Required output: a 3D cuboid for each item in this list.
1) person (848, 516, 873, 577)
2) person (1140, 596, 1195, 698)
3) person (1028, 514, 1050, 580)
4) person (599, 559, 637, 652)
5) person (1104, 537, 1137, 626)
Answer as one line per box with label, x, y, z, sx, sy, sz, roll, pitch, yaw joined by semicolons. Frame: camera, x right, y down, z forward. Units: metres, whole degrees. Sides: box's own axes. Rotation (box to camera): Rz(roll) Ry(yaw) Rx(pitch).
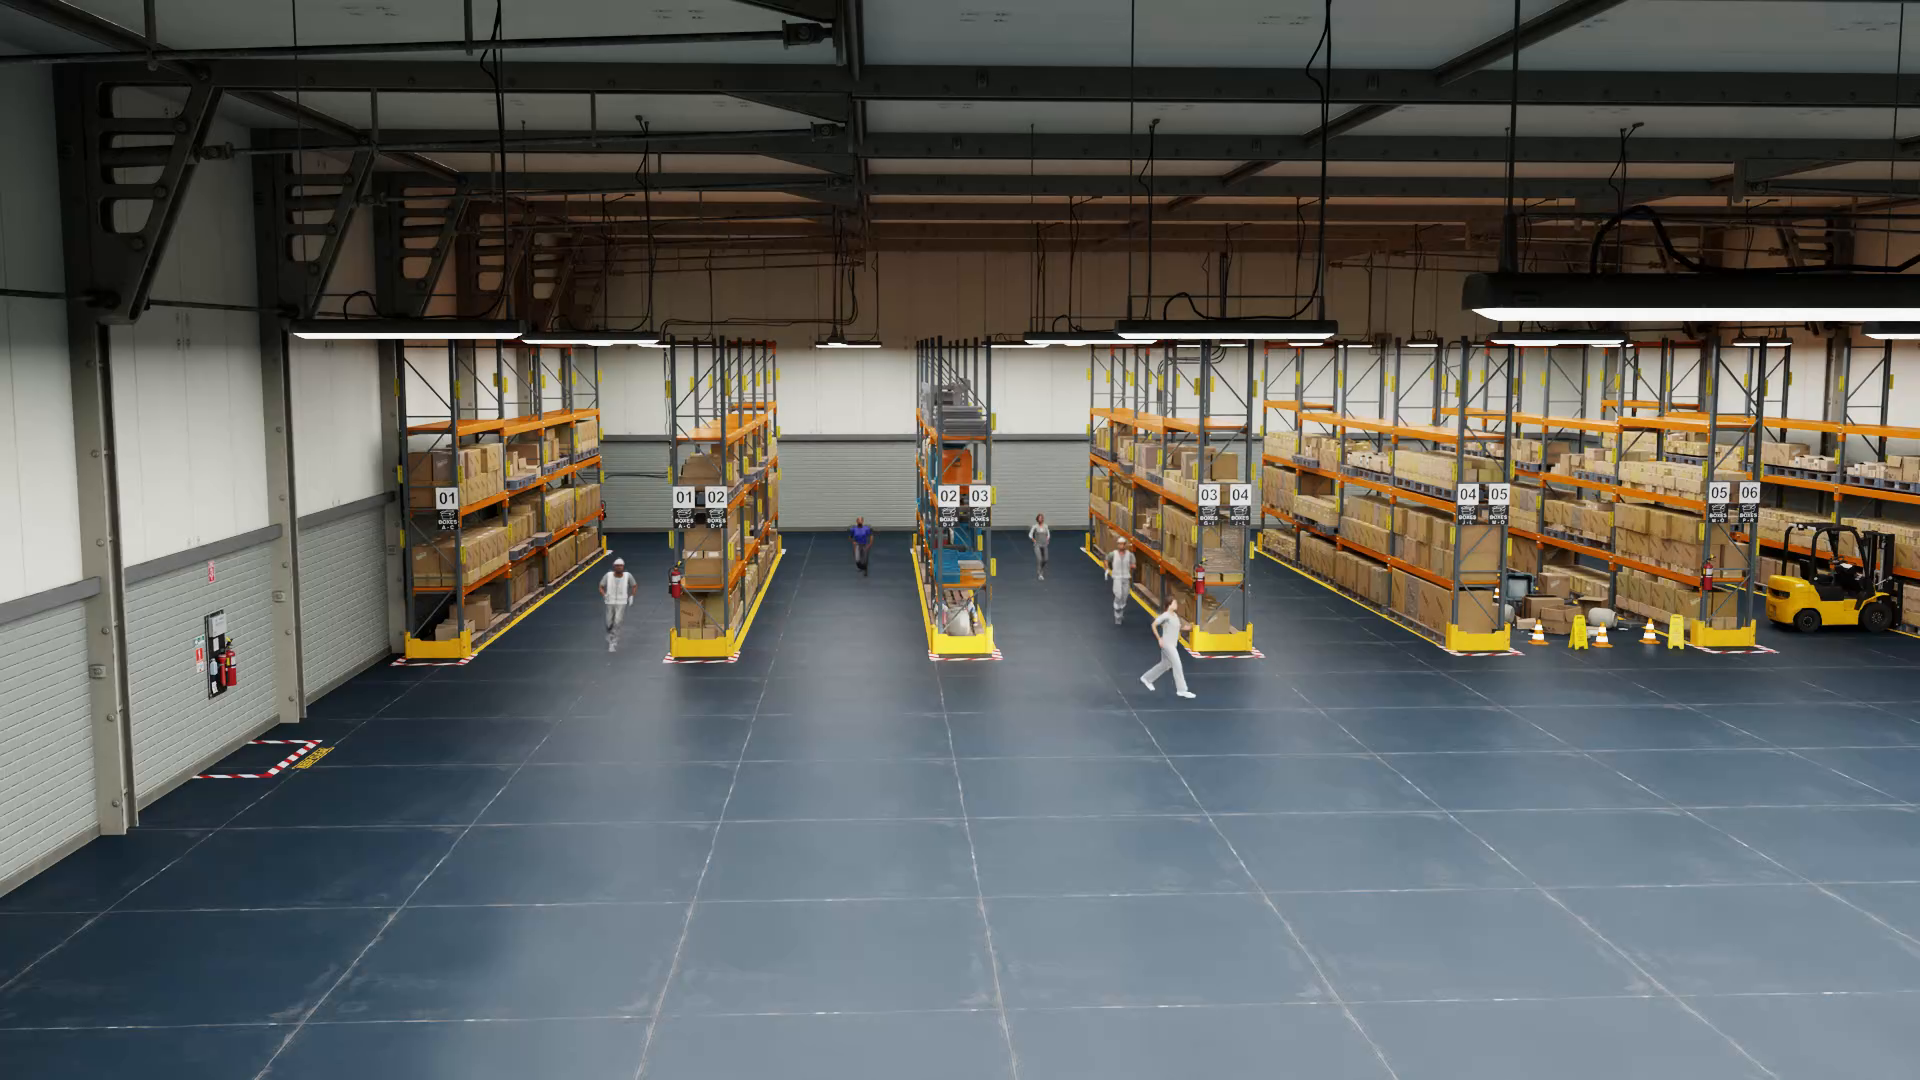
person;-2.454;0.183;41.110;0.629;1.517;0.599;-1;7;-6
person;3.435;1.745;27.491;0.969;1.660;0.561;3;7;26
person;1.907;0.155;39.668;0.535;1.557;0.512;-1;7;-13
person;-6.581;1.232;32.028;0.721;1.772;0.783;-1;7;-9
person;3.384;0.863;34.994;0.644;1.846;0.776;-1;7;-9
